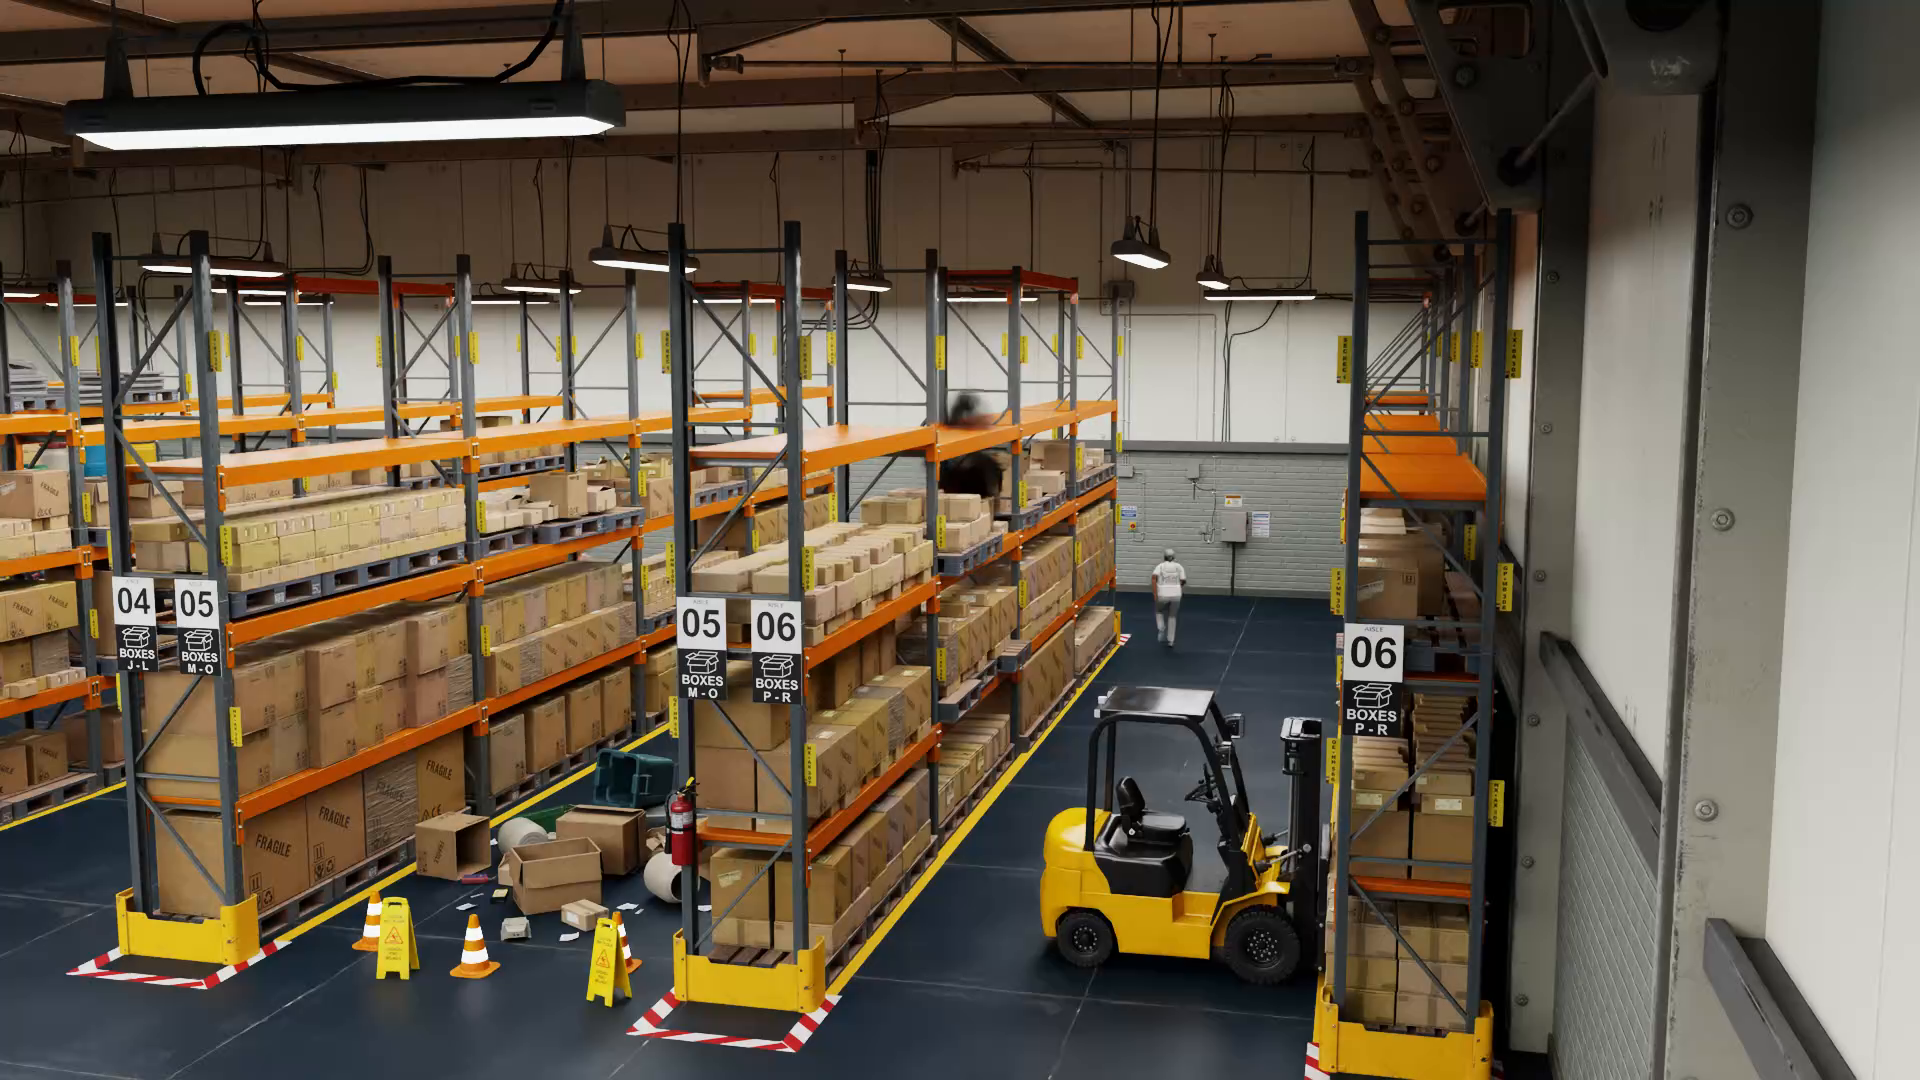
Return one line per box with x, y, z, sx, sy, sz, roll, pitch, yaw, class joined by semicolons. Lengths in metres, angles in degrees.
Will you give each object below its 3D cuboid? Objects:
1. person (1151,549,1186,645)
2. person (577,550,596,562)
3.492;0.953;28.002;0.612;1.617;0.654;0;7;-1;person
-6.342;0.885;27.921;0.649;1.837;0.761;2;7;16;person
